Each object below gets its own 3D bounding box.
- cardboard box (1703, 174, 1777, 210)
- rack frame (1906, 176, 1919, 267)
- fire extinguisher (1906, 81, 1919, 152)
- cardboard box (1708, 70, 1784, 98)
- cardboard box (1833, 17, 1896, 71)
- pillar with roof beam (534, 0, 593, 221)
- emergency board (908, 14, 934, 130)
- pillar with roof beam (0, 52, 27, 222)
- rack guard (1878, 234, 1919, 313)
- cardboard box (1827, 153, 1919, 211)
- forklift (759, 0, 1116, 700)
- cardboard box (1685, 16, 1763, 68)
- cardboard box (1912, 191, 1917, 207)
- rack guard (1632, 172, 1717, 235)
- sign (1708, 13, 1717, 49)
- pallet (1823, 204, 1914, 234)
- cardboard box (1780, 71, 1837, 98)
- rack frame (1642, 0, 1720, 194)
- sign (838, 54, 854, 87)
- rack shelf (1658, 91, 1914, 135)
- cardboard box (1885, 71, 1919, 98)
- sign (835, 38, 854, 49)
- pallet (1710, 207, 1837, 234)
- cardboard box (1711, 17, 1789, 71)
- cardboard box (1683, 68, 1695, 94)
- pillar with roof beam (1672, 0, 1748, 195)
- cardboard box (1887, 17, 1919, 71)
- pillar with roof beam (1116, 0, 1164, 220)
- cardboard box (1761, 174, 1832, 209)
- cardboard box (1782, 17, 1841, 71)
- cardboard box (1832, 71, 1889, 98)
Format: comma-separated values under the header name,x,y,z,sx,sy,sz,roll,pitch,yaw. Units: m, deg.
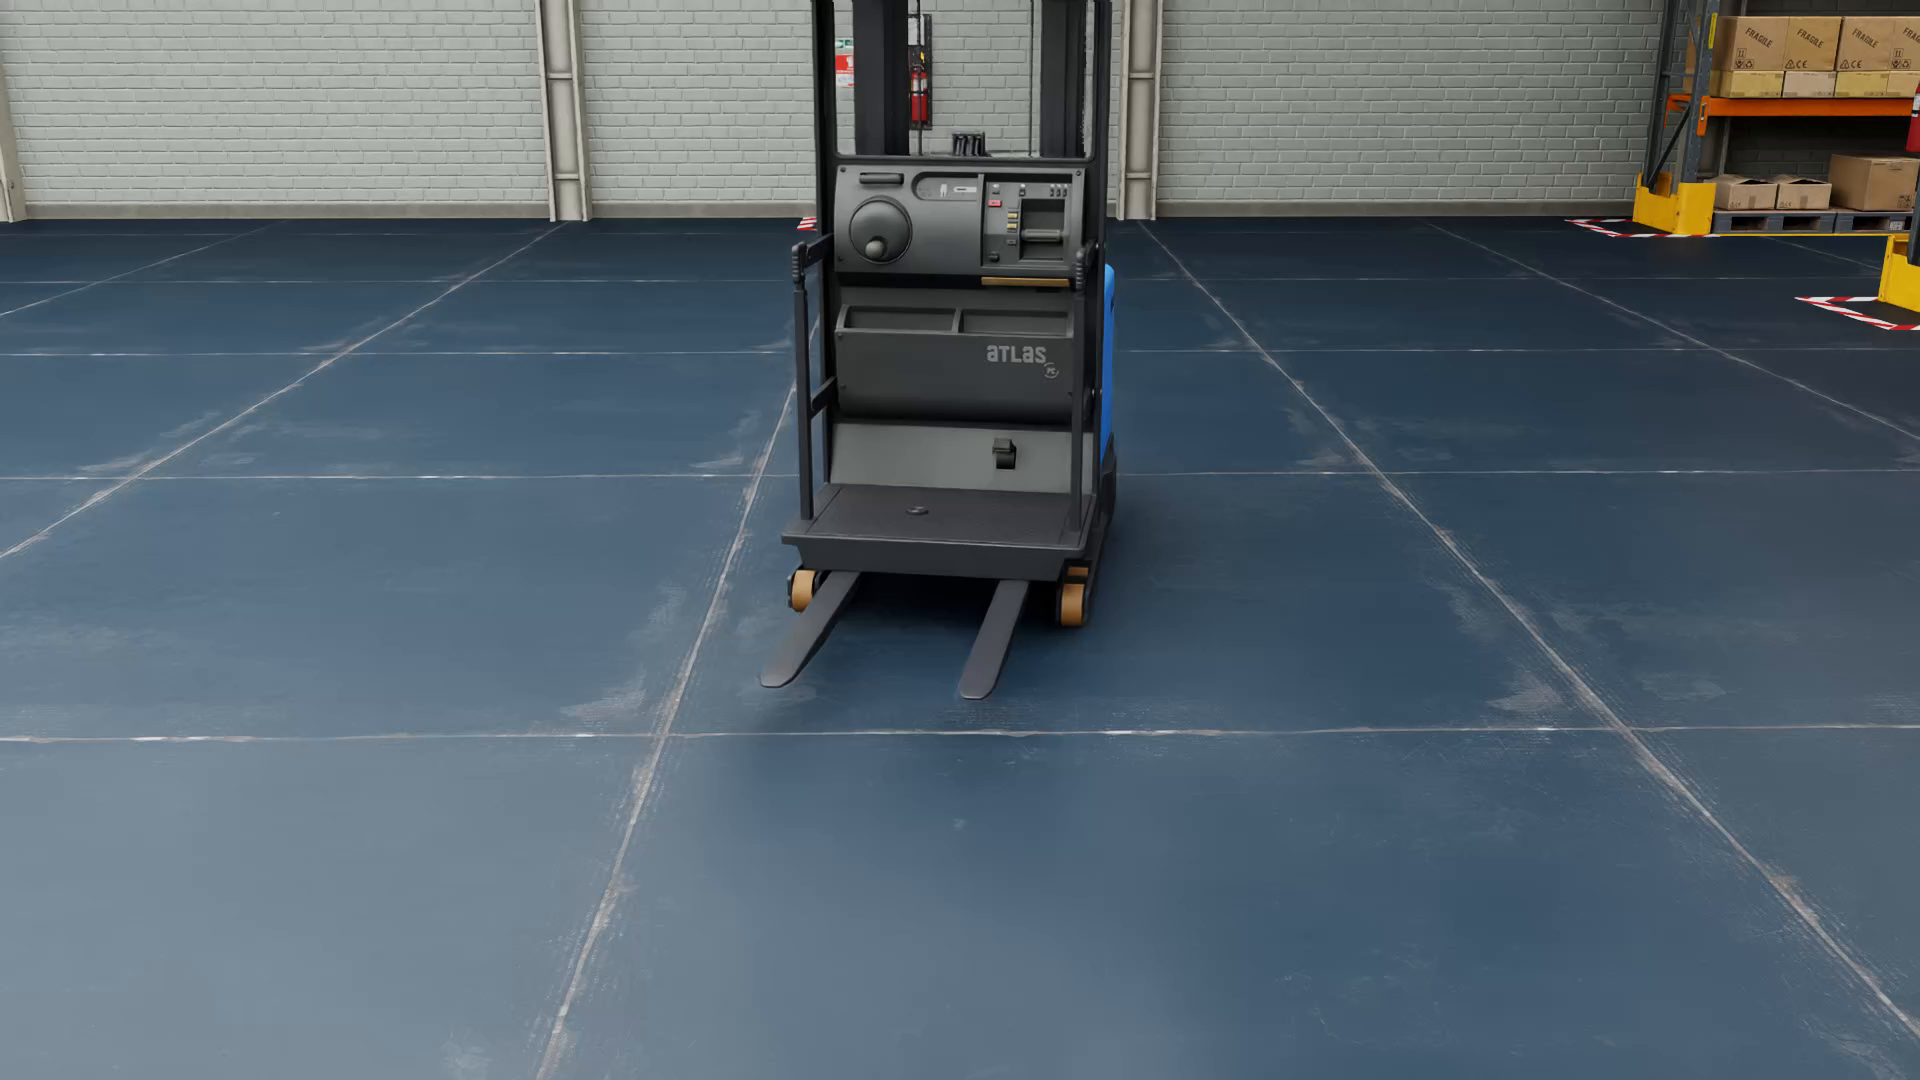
name,x,y,z,sx,sy,sz,roll,pitch,yaw
cardboard box,7.882,-3.531,16.826,0.500,0.311,0.500,-2,18,-7
rack frame,7.271,-3.113,11.841,0.127,3.000,1.000,0,18,-1
fire extinguisher,7.145,-3.218,12.294,0.183,0.674,0.296,0,18,-1
cardboard box,7.682,-4.469,16.283,0.500,0.250,0.500,-1,18,-2
cardboard box,8.682,-4.832,16.184,0.500,0.500,0.500,-1,18,-3
pillar with roof beam,-4.055,-6.377,12.196,0.400,9.000,9.100,0,18,-1
emergency board,-0.596,-4.864,17.301,0.643,1.169,0.194,0,18,-1
pillar with roof beam,-10.055,-6.349,12.106,0.400,9.000,9.100,0,18,-1
rack guard,7.247,-1.923,12.223,0.348,0.500,1.175,0,18,-1
cardboard box,9.186,-3.612,16.769,0.500,0.500,0.700,-1,18,-4
forklift,-0.035,-1.191,5.963,1.130,2.935,3.031,3,18,8
cardboard box,7.657,-4.988,16.672,0.500,0.500,0.500,0,18,-1
cardboard box,9.589,-3.496,16.981,0.250,0.149,0.380,-2,18,-5
rack guard,7.265,-3.436,16.941,0.348,0.500,1.175,0,18,-1
sign,7.198,-4.872,15.909,0.005,0.325,0.100,0,18,-1
pallet,9.294,-3.297,16.979,1.213,0.211,1.003,0,18,-1
cardboard box,8.201,-4.476,16.304,0.500,0.250,0.500,-1,18,-3
rack frame,7.189,-4.626,16.558,0.127,3.000,1.000,0,18,-1
sign,-1.150,-4.910,17.385,0.234,0.329,0.001,0,18,-1
rack shelf,9.189,-4.293,16.698,4.000,0.370,1.077,0,18,-1
cardboard box,9.216,-4.479,16.311,0.500,0.250,0.500,0,18,0
sign,-1.145,-5.160,17.296,0.331,0.109,0.001,0,18,-1
pallet,8.078,-3.292,16.963,1.213,0.211,1.003,0,18,-1
cardboard box,7.671,-4.832,16.184,0.500,0.500,0.500,0,18,-1
cardboard box,7.653,-4.626,16.769,0.500,0.250,0.500,0,18,0
pillar with roof beam,7.943,-6.435,12.377,0.400,9.000,9.100,0,18,-1
cardboard box,9.198,-4.838,16.203,0.500,0.500,0.500,0,18,1
pillar with roof beam,1.944,-6.406,12.286,0.400,9.000,9.100,0,18,-1
cardboard box,8.452,-3.534,16.834,0.500,0.311,0.500,1,18,4
cardboard box,8.165,-4.831,16.182,0.500,0.500,0.500,0,18,-1
cardboard box,8.710,-4.477,16.306,0.500,0.250,0.500,-1,18,-2
